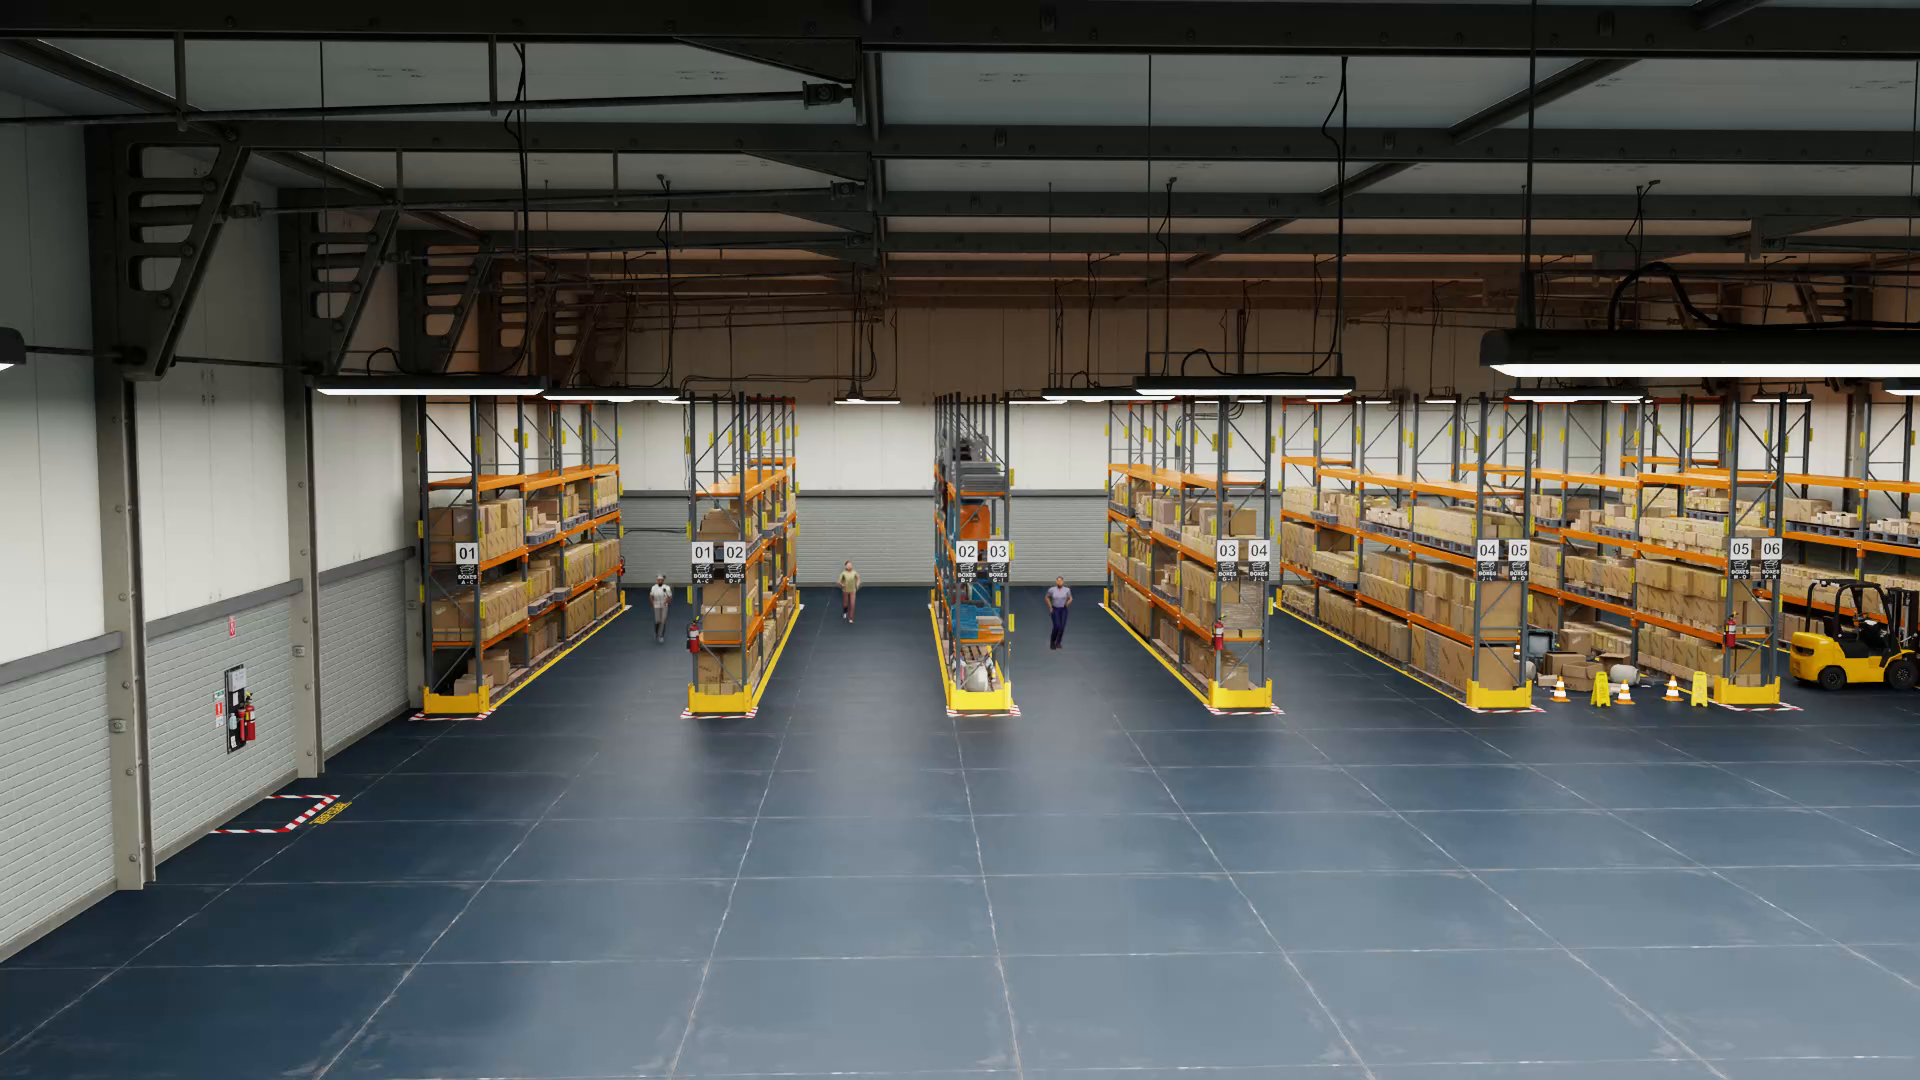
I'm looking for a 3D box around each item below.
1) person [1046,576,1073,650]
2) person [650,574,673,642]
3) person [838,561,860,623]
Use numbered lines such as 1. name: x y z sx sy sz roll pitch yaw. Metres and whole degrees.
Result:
1. person: 2.248 1.654 37.322 0.586 1.671 0.575 -1 5 -8
2. person: -7.262 1.655 40.407 0.561 1.663 0.567 -1 5 -7
3. person: -2.933 1.375 44.117 0.581 1.628 0.758 -1 5 -10
